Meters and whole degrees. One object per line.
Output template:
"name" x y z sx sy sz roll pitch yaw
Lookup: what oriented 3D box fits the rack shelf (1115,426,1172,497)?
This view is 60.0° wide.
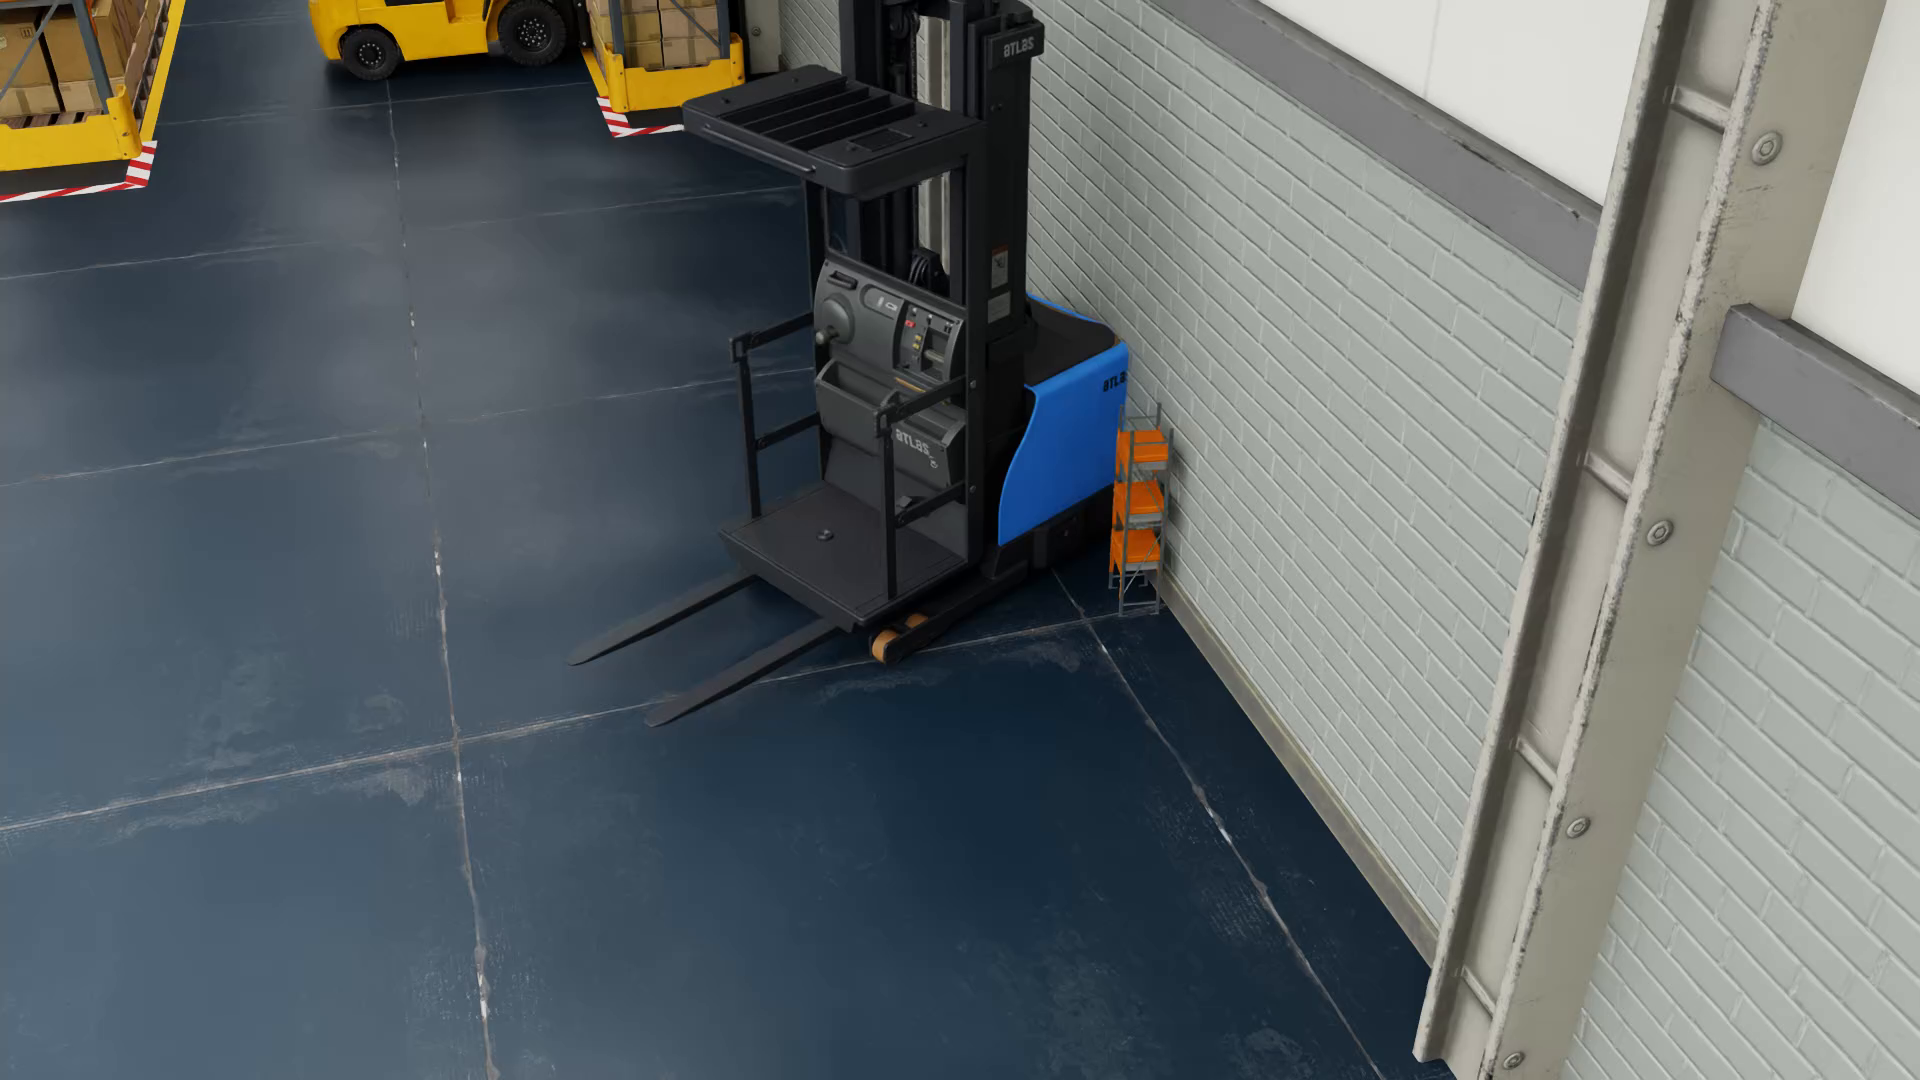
"rack shelf" 0.864 -0.361 7.849 0.215 0.259 0.240 -4 34 -6

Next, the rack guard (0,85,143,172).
"rack guard" -7.227 -3.282 13.264 1.175 0.500 0.348 -10 35 -15

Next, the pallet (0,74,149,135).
"pallet" -7.441 -3.594 13.998 1.003 0.211 1.213 -10 35 -15

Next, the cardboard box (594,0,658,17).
"cardboard box" -2.915 -4.756 14.433 0.500 0.250 0.500 -9 34 -13

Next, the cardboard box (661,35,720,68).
"cardboard box" -2.441 -4.441 14.863 0.500 0.250 0.500 -10 35 -15

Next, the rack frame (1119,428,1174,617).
"rack frame" 0.880 -0.067 7.899 0.200 1.050 0.008 -4 34 -6

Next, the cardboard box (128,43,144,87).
"cardboard box" -7.335 -4.052 14.275 0.500 0.250 0.500 -9 34 -13

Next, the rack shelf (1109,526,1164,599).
"rack shelf" 0.864 0.107 8.159 0.215 0.259 0.240 -4 34 -6

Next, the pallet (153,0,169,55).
"pallet" -8.185 -4.875 15.936 1.003 0.211 1.213 -10 35 -15

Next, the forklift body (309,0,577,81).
"forklift body" -4.794 -5.457 15.057 2.313 2.155 1.214 -10 35 -15

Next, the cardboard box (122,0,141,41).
"cardboard box" -7.503 -4.647 14.495 0.500 0.500 0.500 -9 35 -14

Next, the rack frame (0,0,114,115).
"rack frame" -7.204 -4.285 12.514 1.000 3.000 0.127 -10 35 -15

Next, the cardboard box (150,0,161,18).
"cardboard box" -7.988 -5.148 15.933 0.500 0.250 0.500 -8 34 -13

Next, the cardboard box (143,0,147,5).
"cardboard box" -7.831 -5.194 15.322 0.500 0.500 0.500 -9 35 -14

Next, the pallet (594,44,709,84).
"pallet" -2.751 -4.353 15.146 1.003 0.211 1.213 -10 35 -15

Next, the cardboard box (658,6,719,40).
"cardboard box" -2.423 -4.640 14.711 0.500 0.250 0.500 -9 35 -14

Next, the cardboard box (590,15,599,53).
"cardboard box" -3.065 -4.606 15.113 0.500 0.250 0.500 -10 35 -15

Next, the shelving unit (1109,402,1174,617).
"shelving unit" 0.864 -0.134 8.000 0.215 1.050 0.252 -4 34 -6

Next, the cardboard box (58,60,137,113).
"cardboard box" -7.186 -3.783 13.868 0.500 0.250 0.500 -10 35 -15

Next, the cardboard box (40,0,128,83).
"cardboard box" -7.194 -4.108 13.680 0.500 0.500 0.500 -11 35 -16

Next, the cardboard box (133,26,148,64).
"cardboard box" -7.513 -4.337 14.705 0.500 0.250 0.500 -8 34 -12

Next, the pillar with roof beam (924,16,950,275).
"pillar with roof beam" -4.101 -4.268 7.046 9.100 9.000 0.400 -10 35 -15

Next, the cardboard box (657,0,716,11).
"cardboard box" -2.444 -4.851 14.577 0.500 0.250 0.500 -11 35 -15

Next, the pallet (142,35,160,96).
"pallet" -7.810 -4.234 14.965 1.003 0.211 1.213 -10 35 -15

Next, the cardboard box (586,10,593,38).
"cardboard box" -3.209 -4.870 15.513 0.500 0.250 0.500 -10 35 -14

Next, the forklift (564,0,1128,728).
"forklift" -0.486 -0.954 7.534 3.031 2.935 1.130 -29 43 -36

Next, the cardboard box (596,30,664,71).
"cardboard box" -2.922 -4.343 14.715 0.500 0.250 0.500 -10 35 -14

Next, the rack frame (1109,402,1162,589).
"rack frame" 0.848 -0.200 8.101 0.200 1.050 0.008 -4 34 -6

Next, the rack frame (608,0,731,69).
"rack frame" -2.478 -5.122 13.780 1.000 3.000 0.127 -10 35 -15

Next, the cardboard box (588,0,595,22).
"cardboard box" -3.067 -4.827 14.993 0.500 0.250 0.500 -10 35 -15

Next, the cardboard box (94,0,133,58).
"cardboard box" -7.358 -4.382 14.094 0.500 0.500 0.500 -11 35 -17

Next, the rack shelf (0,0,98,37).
"rack shelf" -7.814 -5.035 14.302 1.077 0.370 4.000 -10 35 -15

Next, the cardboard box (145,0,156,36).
"cardboard box" -7.816 -4.870 15.513 0.500 0.250 0.500 -11 35 -16

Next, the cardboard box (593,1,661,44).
"cardboard box" -2.924 -4.561 14.592 0.500 0.250 0.500 -10 35 -15

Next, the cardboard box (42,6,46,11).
"cardboard box" -7.859 -4.276 13.934 0.500 0.500 0.500 -9 34 -13

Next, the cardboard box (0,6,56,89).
"cardboard box" -7.696 -4.003 13.520 0.500 0.500 0.500 -10 35 -14

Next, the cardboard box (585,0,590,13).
"cardboard box" -3.244 -5.094 15.398 0.500 0.250 0.500 -11 35 -16

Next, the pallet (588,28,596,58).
"pallet" -3.119 -4.992 16.114 1.003 0.211 1.213 -10 35 -15

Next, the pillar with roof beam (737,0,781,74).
"pillar with roof beam" -5.932 -7.418 11.813 9.100 9.000 0.400 -10 35 -15

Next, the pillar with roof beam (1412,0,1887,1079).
"pillar with roof beam" -2.271 -1.118 2.279 9.100 9.000 0.400 -10 35 -15

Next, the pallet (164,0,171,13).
"pallet" -8.663 -5.630 17.079 1.003 0.211 1.213 -10 35 -15

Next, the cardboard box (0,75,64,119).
"cardboard box" -7.714 -3.705 13.749 0.500 0.250 0.500 -10 35 -15

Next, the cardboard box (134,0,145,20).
"cardboard box" -7.674 -4.926 14.917 0.500 0.500 0.500 -8 34 -12

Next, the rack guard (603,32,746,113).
"rack guard" -2.470 -4.066 14.450 1.175 0.500 0.348 -10 35 -15

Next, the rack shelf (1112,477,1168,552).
"rack shelf" 0.864 -0.125 8.006 0.215 0.259 0.240 -4 34 -6

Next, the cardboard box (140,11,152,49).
"cardboard box" -7.665 -4.602 15.107 0.500 0.250 0.500 -9 35 -14
